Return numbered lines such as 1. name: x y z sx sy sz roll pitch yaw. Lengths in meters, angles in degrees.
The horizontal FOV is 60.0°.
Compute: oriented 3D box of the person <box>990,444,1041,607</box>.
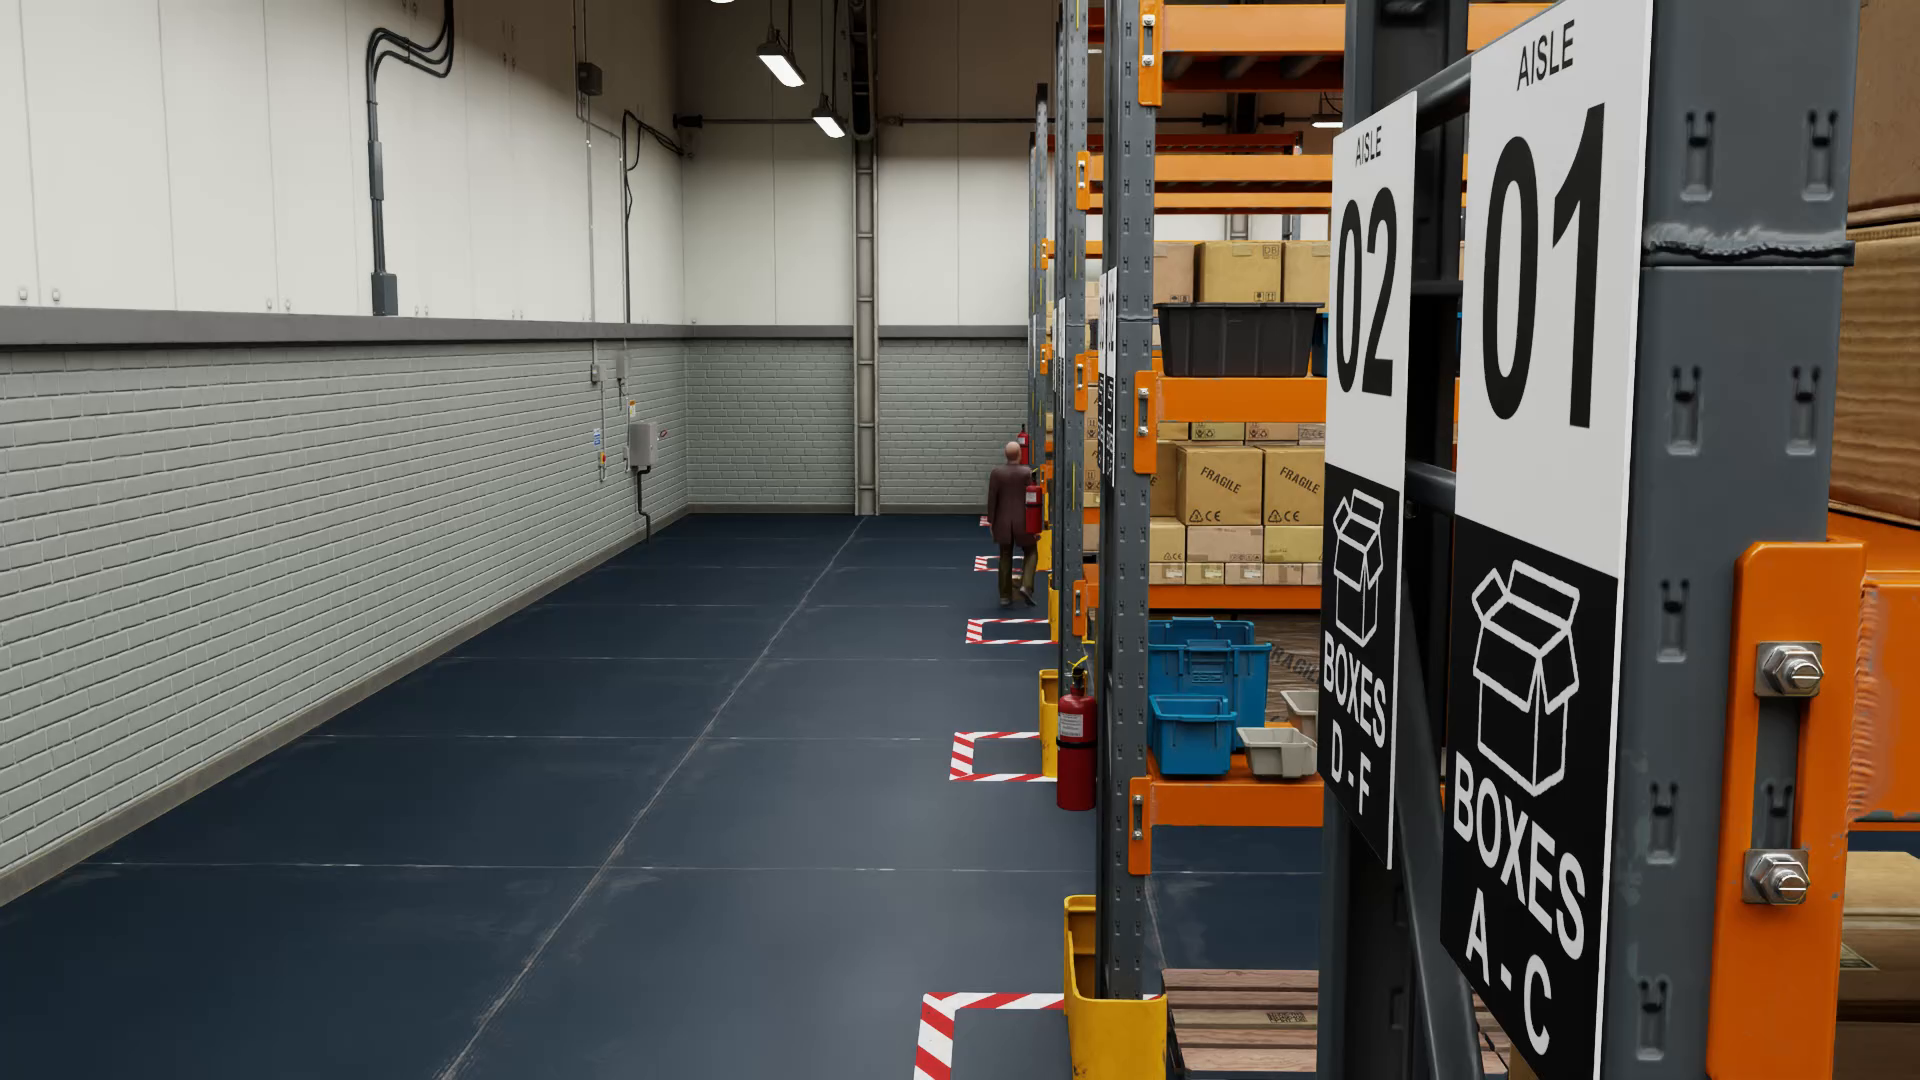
1. person: 0.603 -0.159 18.116 0.562 1.779 0.388 0 7 3
